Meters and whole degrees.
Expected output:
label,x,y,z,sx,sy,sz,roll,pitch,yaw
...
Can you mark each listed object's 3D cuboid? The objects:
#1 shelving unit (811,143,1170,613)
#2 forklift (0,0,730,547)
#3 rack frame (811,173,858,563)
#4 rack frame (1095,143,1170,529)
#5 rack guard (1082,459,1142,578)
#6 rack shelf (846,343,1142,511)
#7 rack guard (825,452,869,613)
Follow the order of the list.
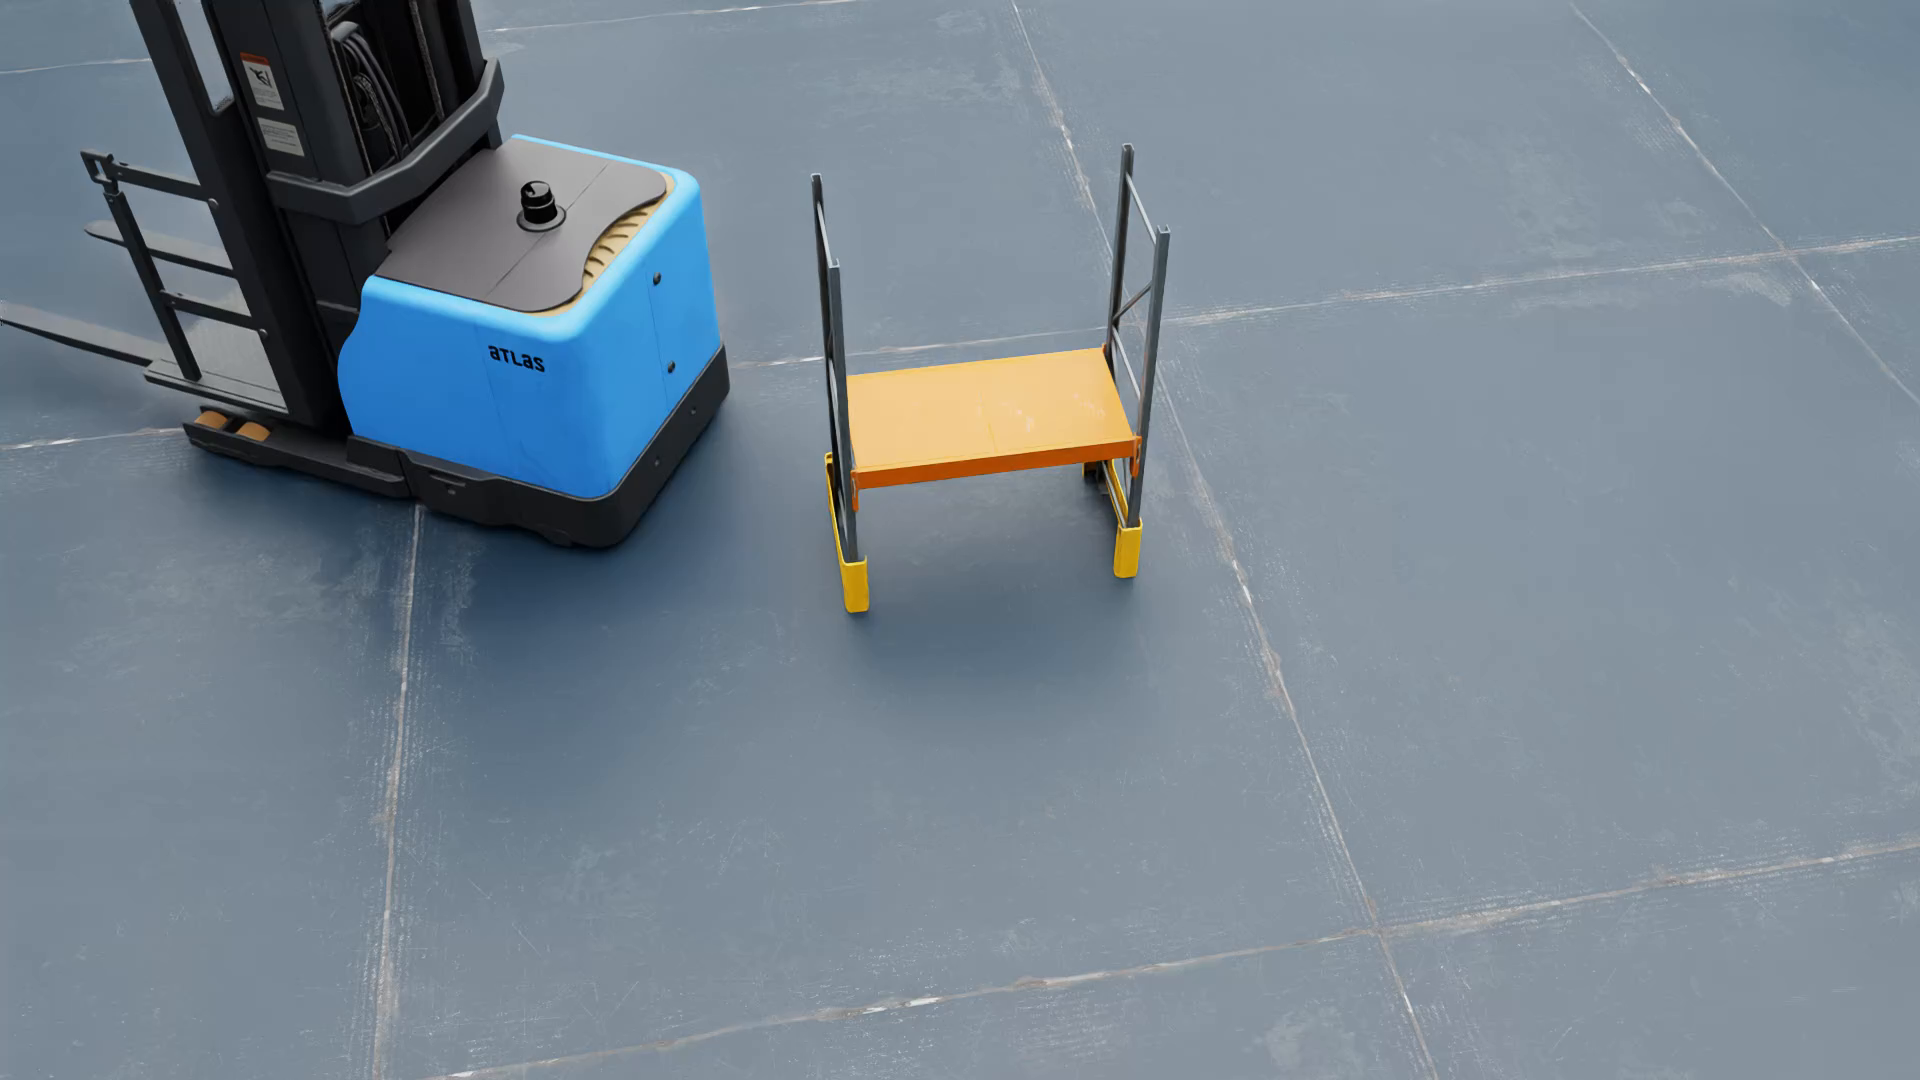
label,x,y,z,sx,sy,sz,roll,pitch,yaw
shelving unit,0.075,-0.530,5.719,1.083,1.500,0.587,-7,46,-7
forklift,-2.504,-1.653,5.808,3.031,2.935,1.130,15,48,14
rack frame,-0.417,-0.468,5.660,0.032,1.500,0.500,-7,46,-7
rack frame,0.585,-0.593,5.780,0.032,1.500,0.500,-7,46,-7
rack guard,0.566,-0.157,6.228,0.087,0.250,0.587,-7,46,-7
rack shelf,0.084,-0.406,5.850,1.000,0.185,0.538,-7,46,-7
rack guard,-0.416,-0.035,6.110,0.087,0.250,0.587,-7,46,-7
